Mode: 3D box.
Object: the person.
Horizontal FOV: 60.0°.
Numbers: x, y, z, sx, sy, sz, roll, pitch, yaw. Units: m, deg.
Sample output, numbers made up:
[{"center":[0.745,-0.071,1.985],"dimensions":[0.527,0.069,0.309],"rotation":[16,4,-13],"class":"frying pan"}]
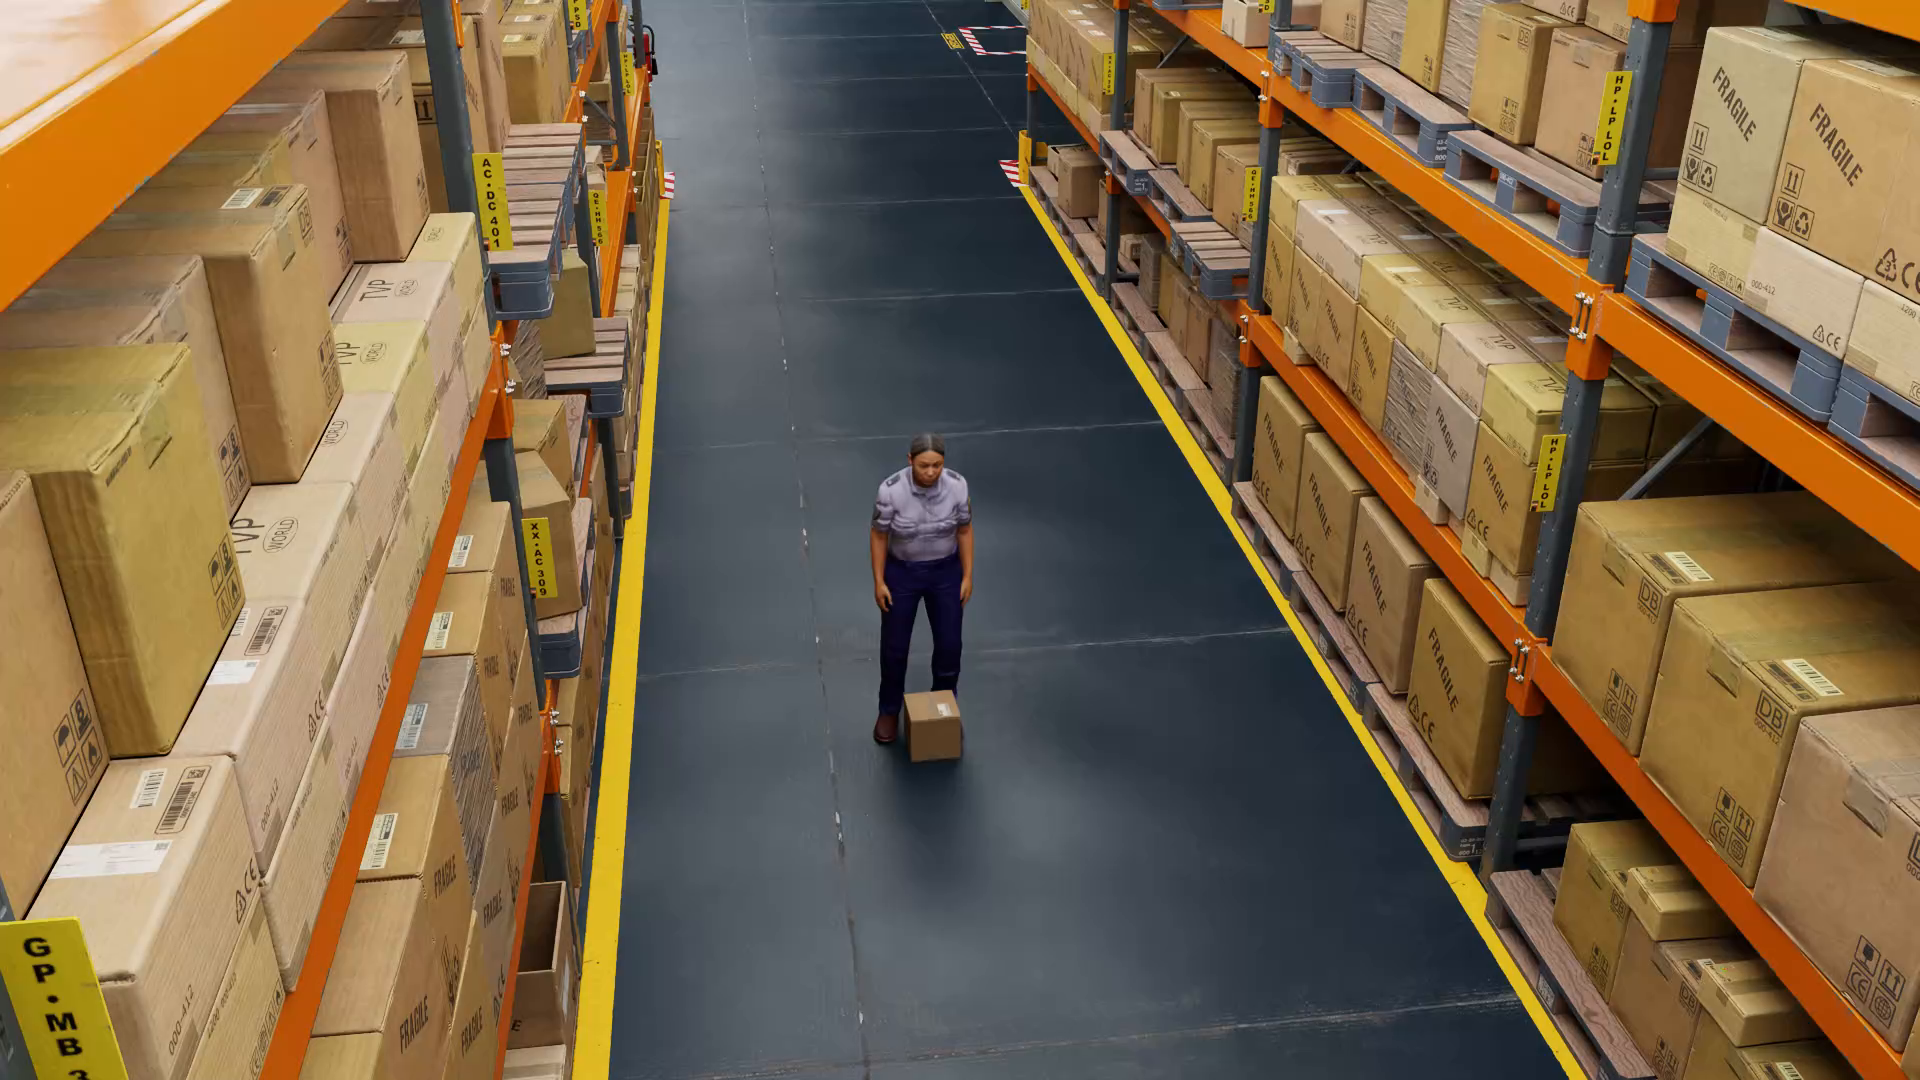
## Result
[{"center":[-0.187,0.224,8.208],"dimensions":[0.539,1.637,0.422],"rotation":[-5,28,-9],"class":"person"}]
